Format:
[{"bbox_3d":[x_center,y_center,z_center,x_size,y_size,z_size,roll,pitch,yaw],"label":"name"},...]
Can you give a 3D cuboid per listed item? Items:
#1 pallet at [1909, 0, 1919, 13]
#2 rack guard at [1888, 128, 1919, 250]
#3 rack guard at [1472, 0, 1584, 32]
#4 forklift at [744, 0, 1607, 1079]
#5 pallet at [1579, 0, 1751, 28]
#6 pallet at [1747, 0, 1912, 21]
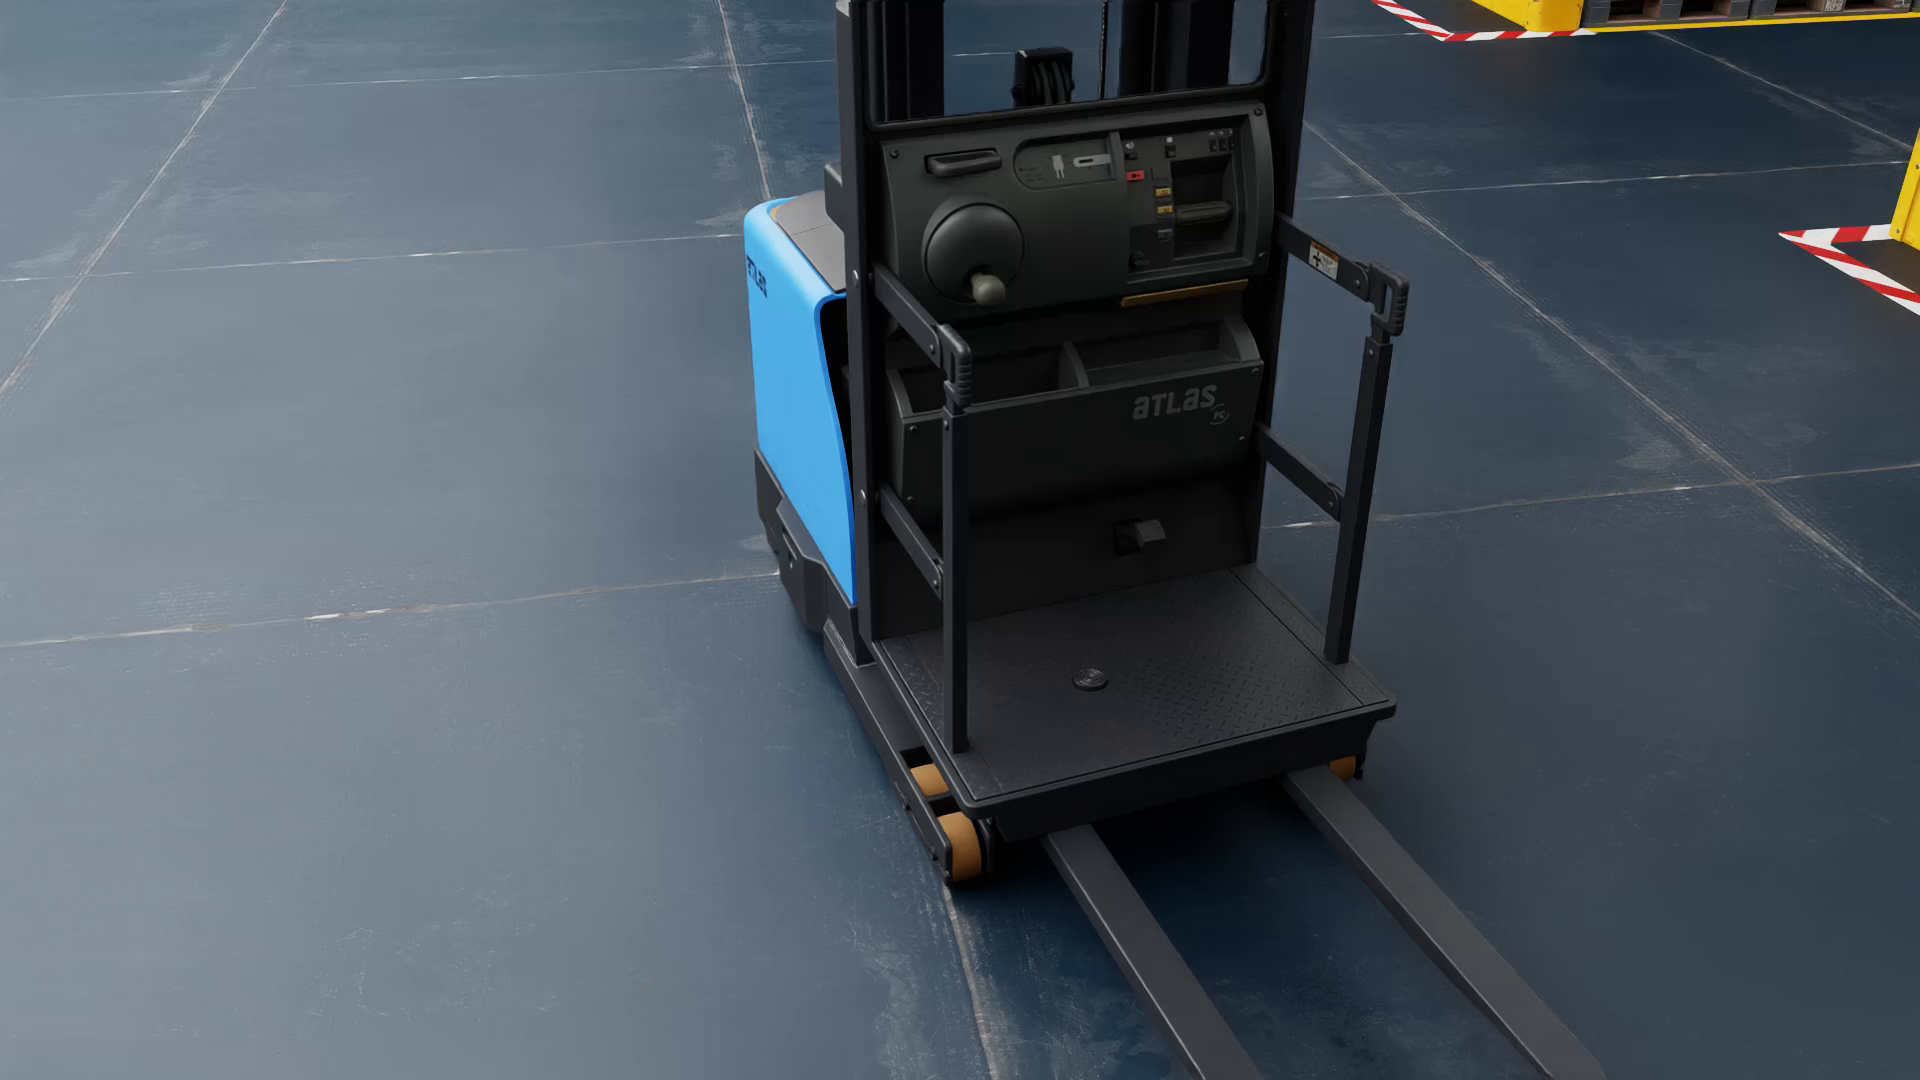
[{"bbox_3d":[7.033,-4.004,11.851,1.213,0.211,1.003,-5,31,-9],"label":"pallet"},{"bbox_3d":[4.523,-1.358,7.066,0.348,0.500,1.175,-5,31,-9],"label":"rack guard"},{"bbox_3d":[3.827,-3.849,11.303,0.348,0.500,1.175,-5,31,-9],"label":"rack guard"},{"bbox_3d":[0.358,-0.702,3.552,1.130,2.935,3.031,-11,32,-18],"label":"forklift"},{"bbox_3d":[4.632,-3.781,11.472,1.213,0.211,1.003,-5,31,-9],"label":"pallet"},{"bbox_3d":[5.830,-3.891,11.659,1.213,0.211,1.003,-5,31,-9],"label":"pallet"}]
